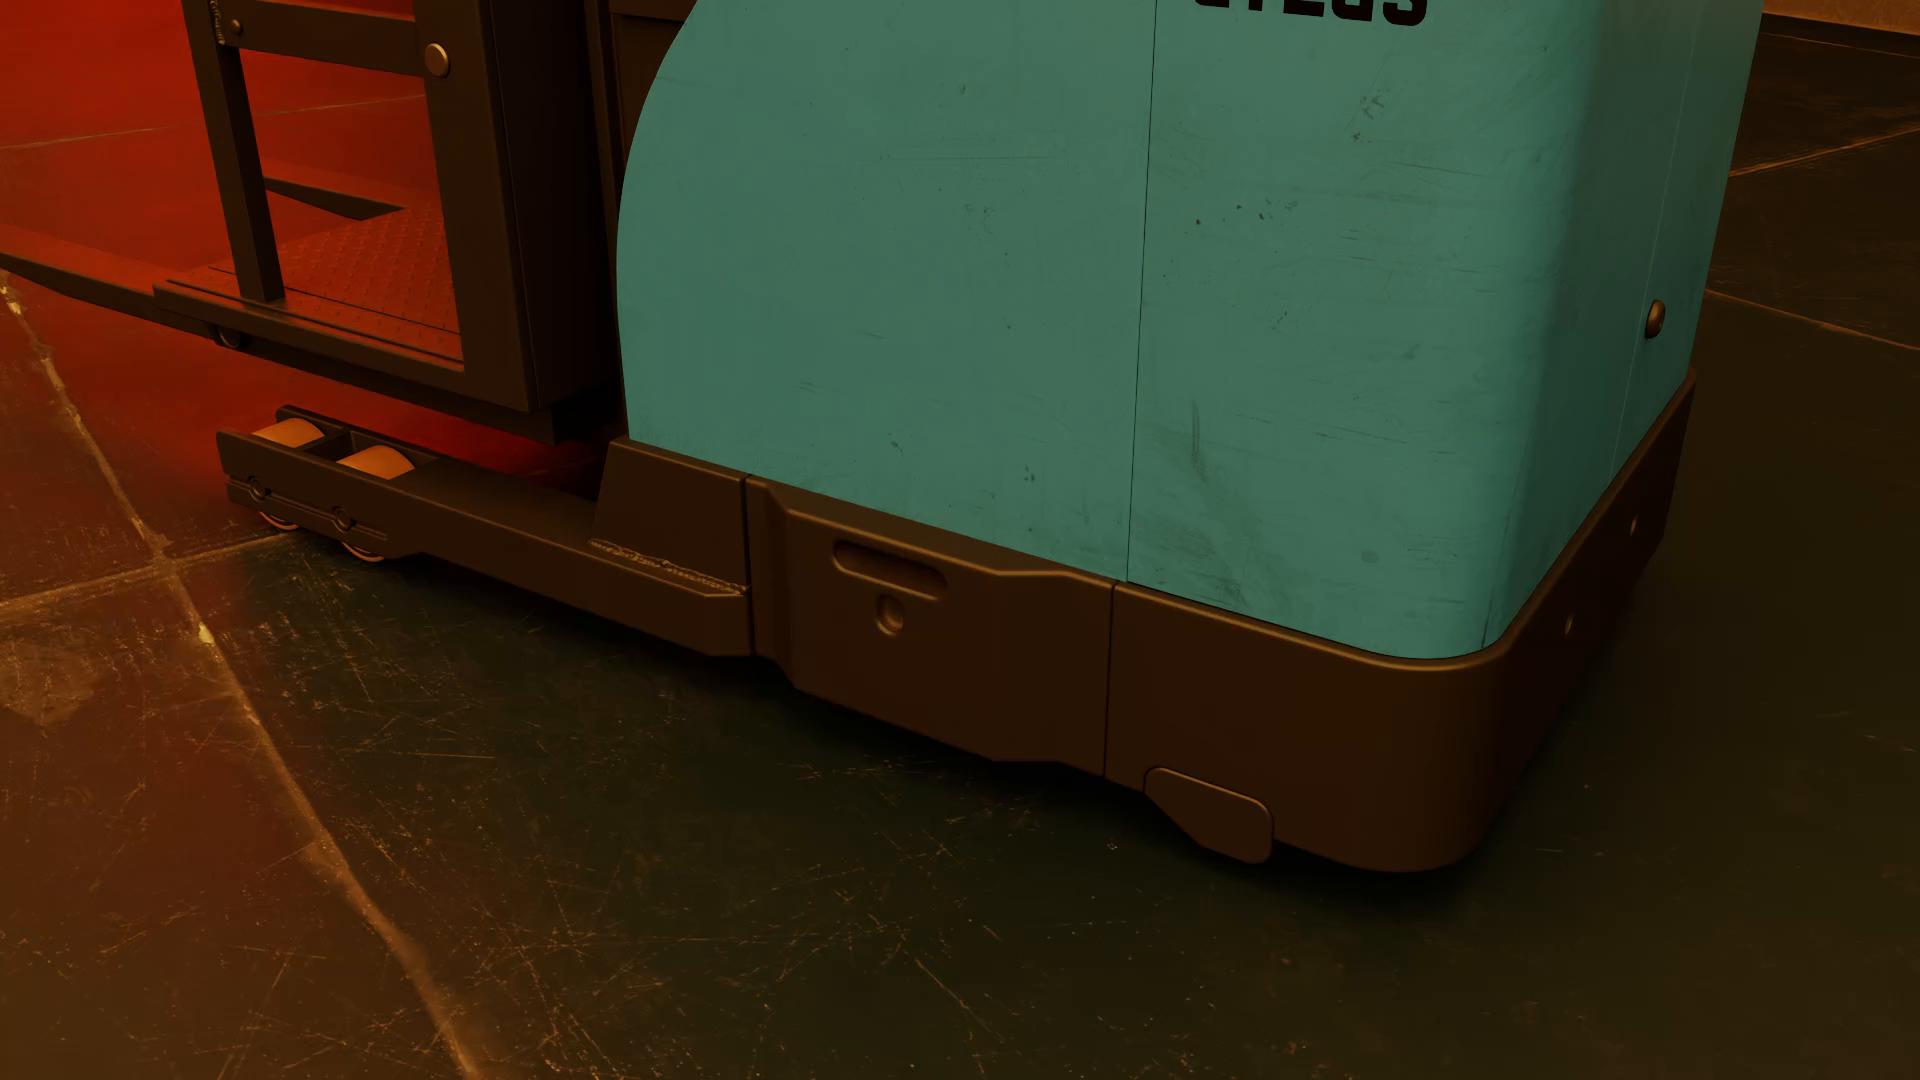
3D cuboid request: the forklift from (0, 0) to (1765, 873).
[{"bbox_3d":[-0.511,-1.459,2.139,3.031,2.935,1.130,16,31,29],"label":"forklift"}]
